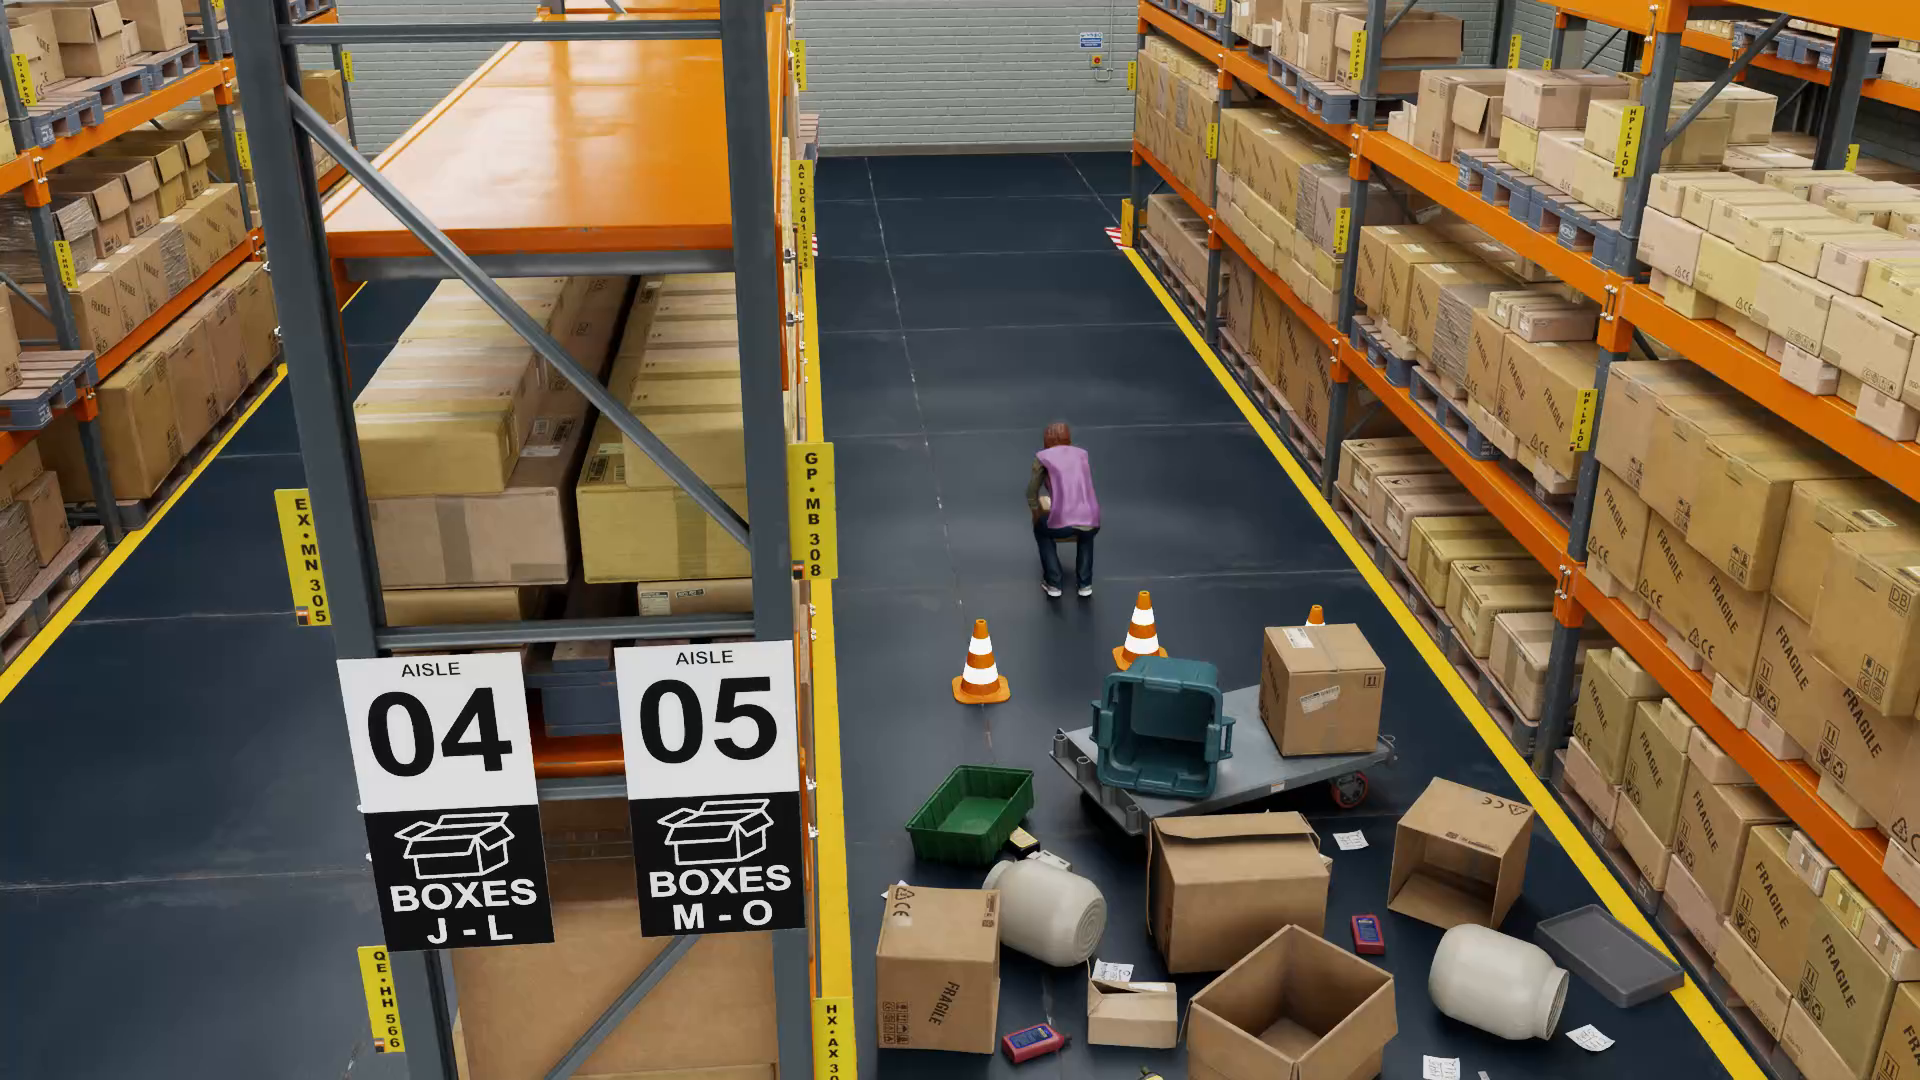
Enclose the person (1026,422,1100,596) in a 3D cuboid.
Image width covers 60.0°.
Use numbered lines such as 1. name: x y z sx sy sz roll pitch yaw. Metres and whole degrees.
1. person: 0.693 -0.179 11.146 0.461 1.086 0.745 -2 24 -5
